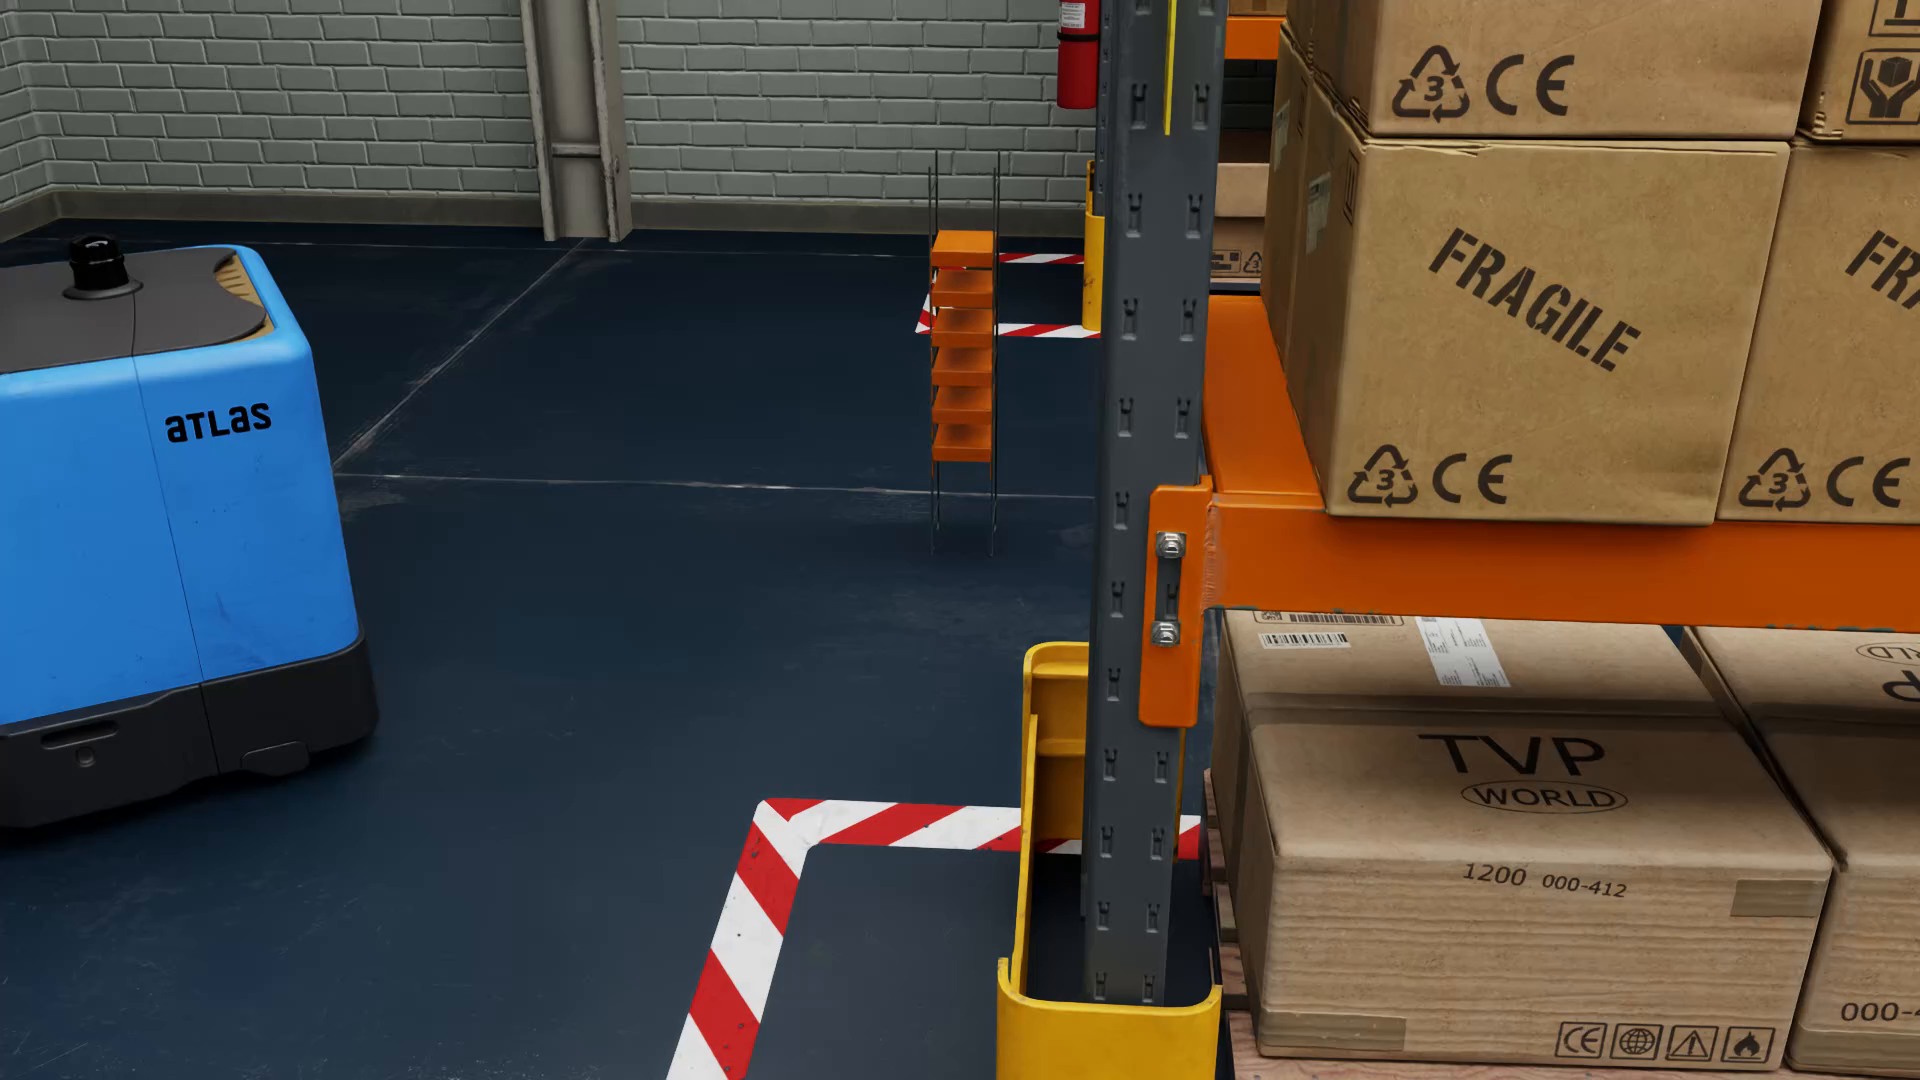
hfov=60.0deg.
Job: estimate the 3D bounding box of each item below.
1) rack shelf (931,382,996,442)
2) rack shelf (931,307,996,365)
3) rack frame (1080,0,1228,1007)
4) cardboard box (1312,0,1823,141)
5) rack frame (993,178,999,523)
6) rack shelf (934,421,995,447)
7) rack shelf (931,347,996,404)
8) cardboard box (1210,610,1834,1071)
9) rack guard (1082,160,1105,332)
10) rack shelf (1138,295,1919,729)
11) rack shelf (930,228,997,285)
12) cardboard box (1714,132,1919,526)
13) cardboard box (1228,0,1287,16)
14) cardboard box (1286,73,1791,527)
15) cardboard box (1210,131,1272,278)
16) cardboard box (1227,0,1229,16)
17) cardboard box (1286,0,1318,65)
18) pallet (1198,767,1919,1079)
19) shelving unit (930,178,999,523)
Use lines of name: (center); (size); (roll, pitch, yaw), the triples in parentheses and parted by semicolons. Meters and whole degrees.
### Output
rack shelf: (0.014, -0.395, 5.067); (0.180, 0.103, 0.258); (2, 25, 4)
rack shelf: (0.014, -0.613, 4.967); (0.180, 0.103, 0.258); (2, 25, 4)
rack frame: (0.295, -0.441, 2.621); (0.127, 3.000, 1.000); (2, 25, 4)
cardboard box: (0.752, -0.807, 2.100); (0.500, 0.500, 0.500); (1, 25, 3)
rack frame: (0.106, -0.542, 4.993); (0.002, 1.046, 0.228); (2, 25, 4)
rack shelf: (0.014, -0.311, 5.106); (0.171, 0.034, 0.221); (2, 25, 4)
rack shelf: (0.014, -0.504, 5.017); (0.180, 0.103, 0.258); (2, 25, 4)
cardboard box: (0.960, 0.511, 3.113); (0.875, 0.438, 0.875); (1, 25, 2)
rack guard: (0.747, -1.372, 7.634); (0.348, 0.500, 1.175); (2, 25, 4)
rack shelf: (2.289, -0.051, 2.632); (4.000, 0.370, 1.077); (2, 25, 4)
rack shelf: (0.014, -0.831, 4.866); (0.180, 0.103, 0.258); (2, 25, 4)
cardboard box: (1.258, -0.347, 2.297); (0.500, 0.500, 0.500); (1, 25, 3)
cardboard box: (1.235, -2.283, 6.923); (0.250, 0.149, 0.380); (2, 25, 5)
cardboard box: (0.751, -0.352, 2.307); (0.500, 0.500, 0.500); (2, 25, 4)
cardboard box: (1.274, -1.508, 7.423); (0.637, 0.503, 0.797); (1, 25, 2)
cardboard box: (0.978, -2.271, 6.898); (0.250, 0.149, 0.380); (2, 25, 4)
cardboard box: (0.794, -1.025, 2.573); (0.500, 0.500, 0.500); (3, 25, 6)
pallet: (1.098, 0.818, 3.219); (1.213, 0.211, 1.003); (2, 25, 4)
shelving unit: (0.016, -0.545, 4.998); (0.183, 1.046, 0.258); (2, 25, 4)
